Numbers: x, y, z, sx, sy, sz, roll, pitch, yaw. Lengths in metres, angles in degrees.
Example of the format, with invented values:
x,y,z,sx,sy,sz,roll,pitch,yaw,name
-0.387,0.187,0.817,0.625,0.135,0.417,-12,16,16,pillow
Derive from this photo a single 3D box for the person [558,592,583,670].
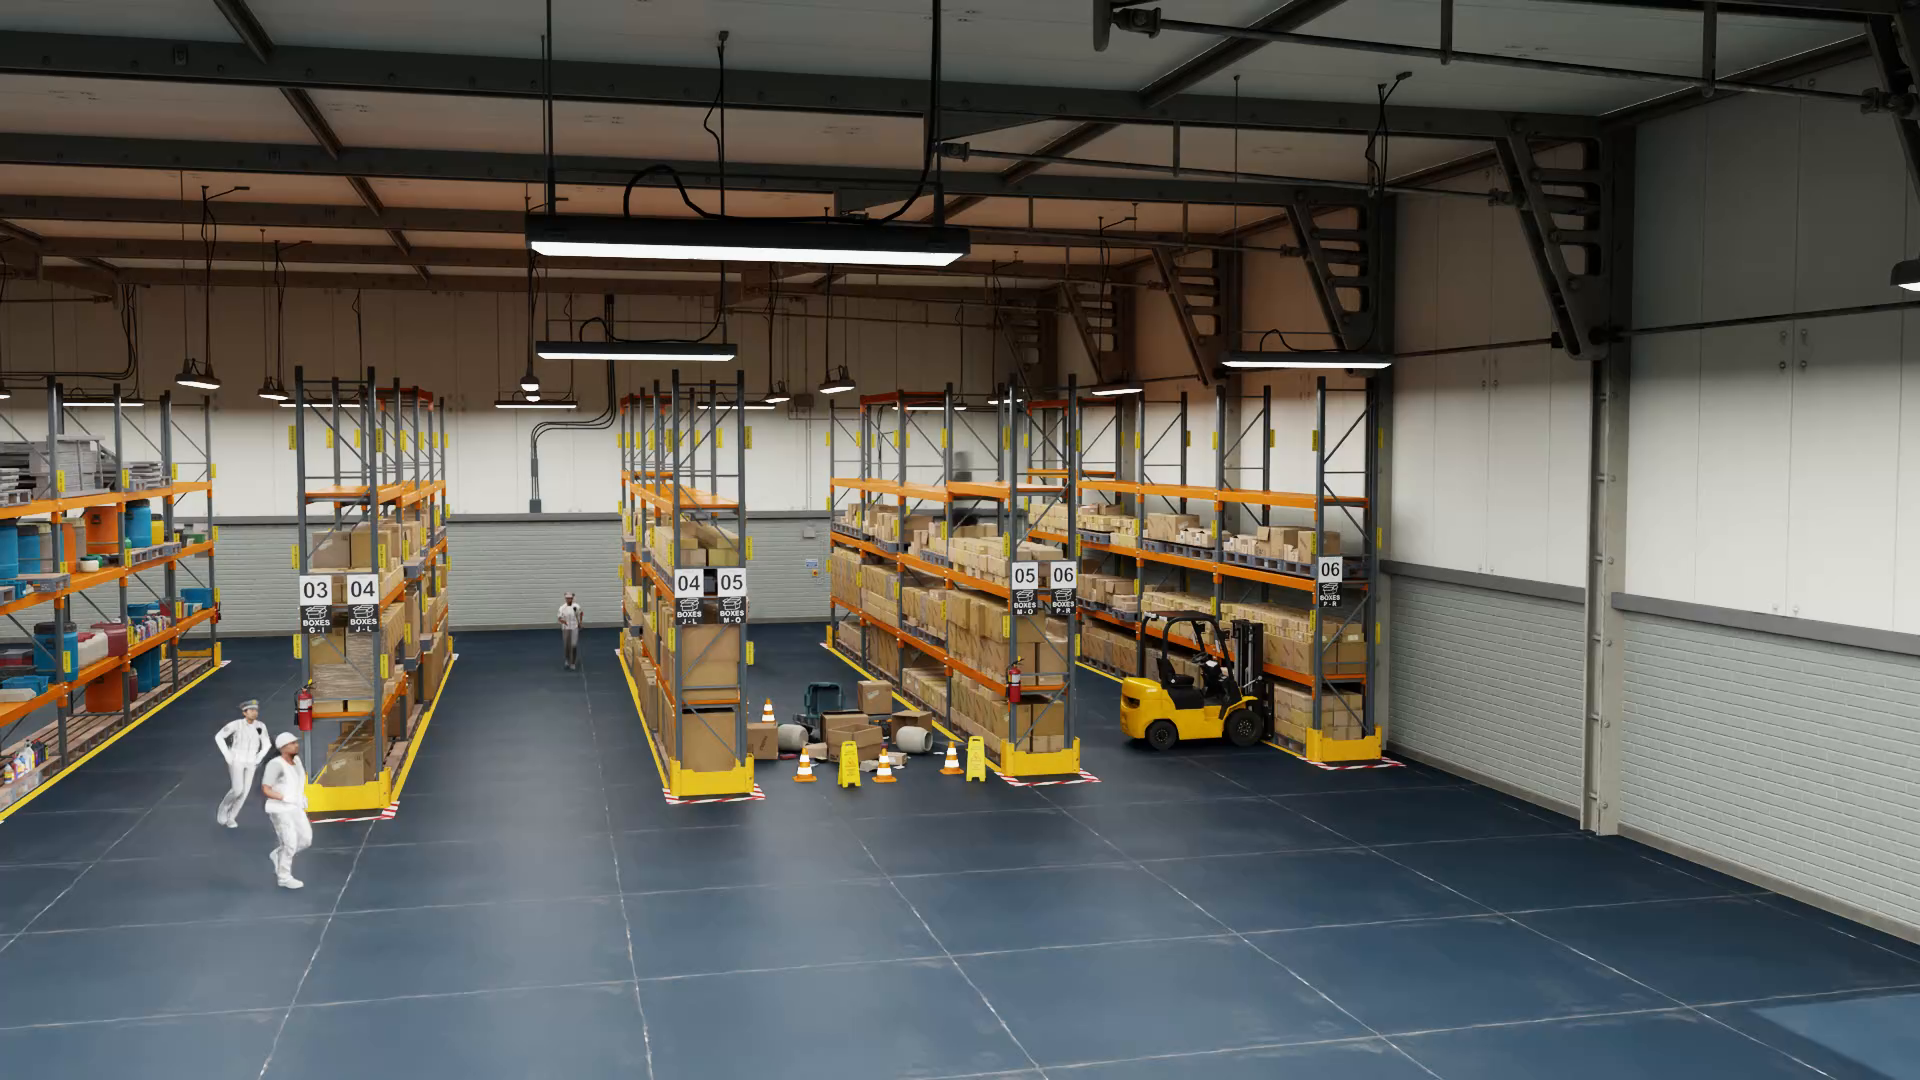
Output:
x,y,z,sx,sy,sz,roll,pitch,yaw,name
-8.565,1.998,36.533,0.524,1.736,0.753,0,3,-7,person

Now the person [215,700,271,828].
x,y,z,sx,sy,sz,roll,pitch,yaw,name
-9.274,2.895,21.602,0.508,1.641,0.647,3,5,44,person

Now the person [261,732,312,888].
x,y,z,sx,sy,sz,roll,pitch,yaw,name
-7.535,3.022,18.609,0.633,1.746,0.665,1,3,12,person

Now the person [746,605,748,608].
x,y,z,sx,sy,sz,roll,pitch,yaw,name
-5.180,1.892,38.049,0.686,1.710,0.931,-1,4,-21,person
